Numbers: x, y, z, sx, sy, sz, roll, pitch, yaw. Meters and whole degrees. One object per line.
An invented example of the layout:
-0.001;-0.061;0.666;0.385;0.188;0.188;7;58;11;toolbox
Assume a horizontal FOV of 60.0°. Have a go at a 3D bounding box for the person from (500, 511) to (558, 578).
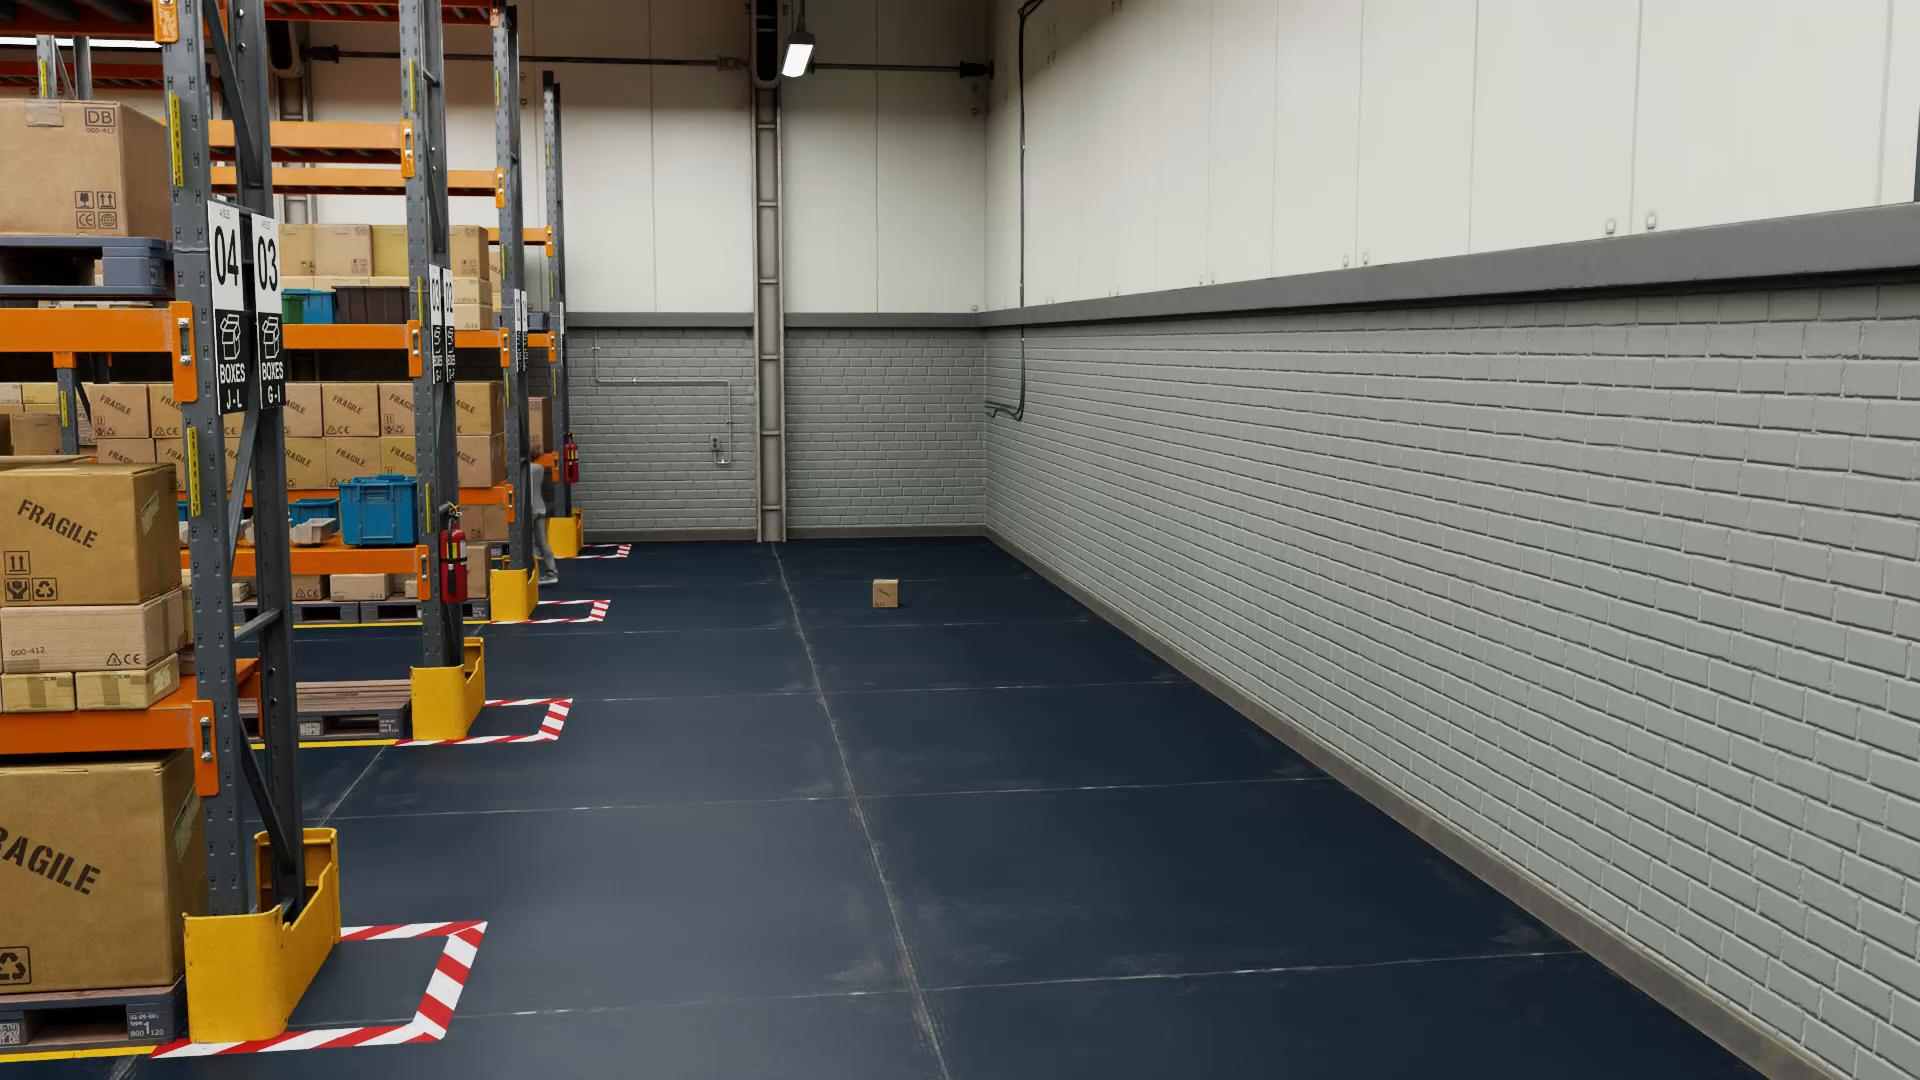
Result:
-4.756;-0.215;18.394;0.680;1.232;0.435;3;7;21;person
